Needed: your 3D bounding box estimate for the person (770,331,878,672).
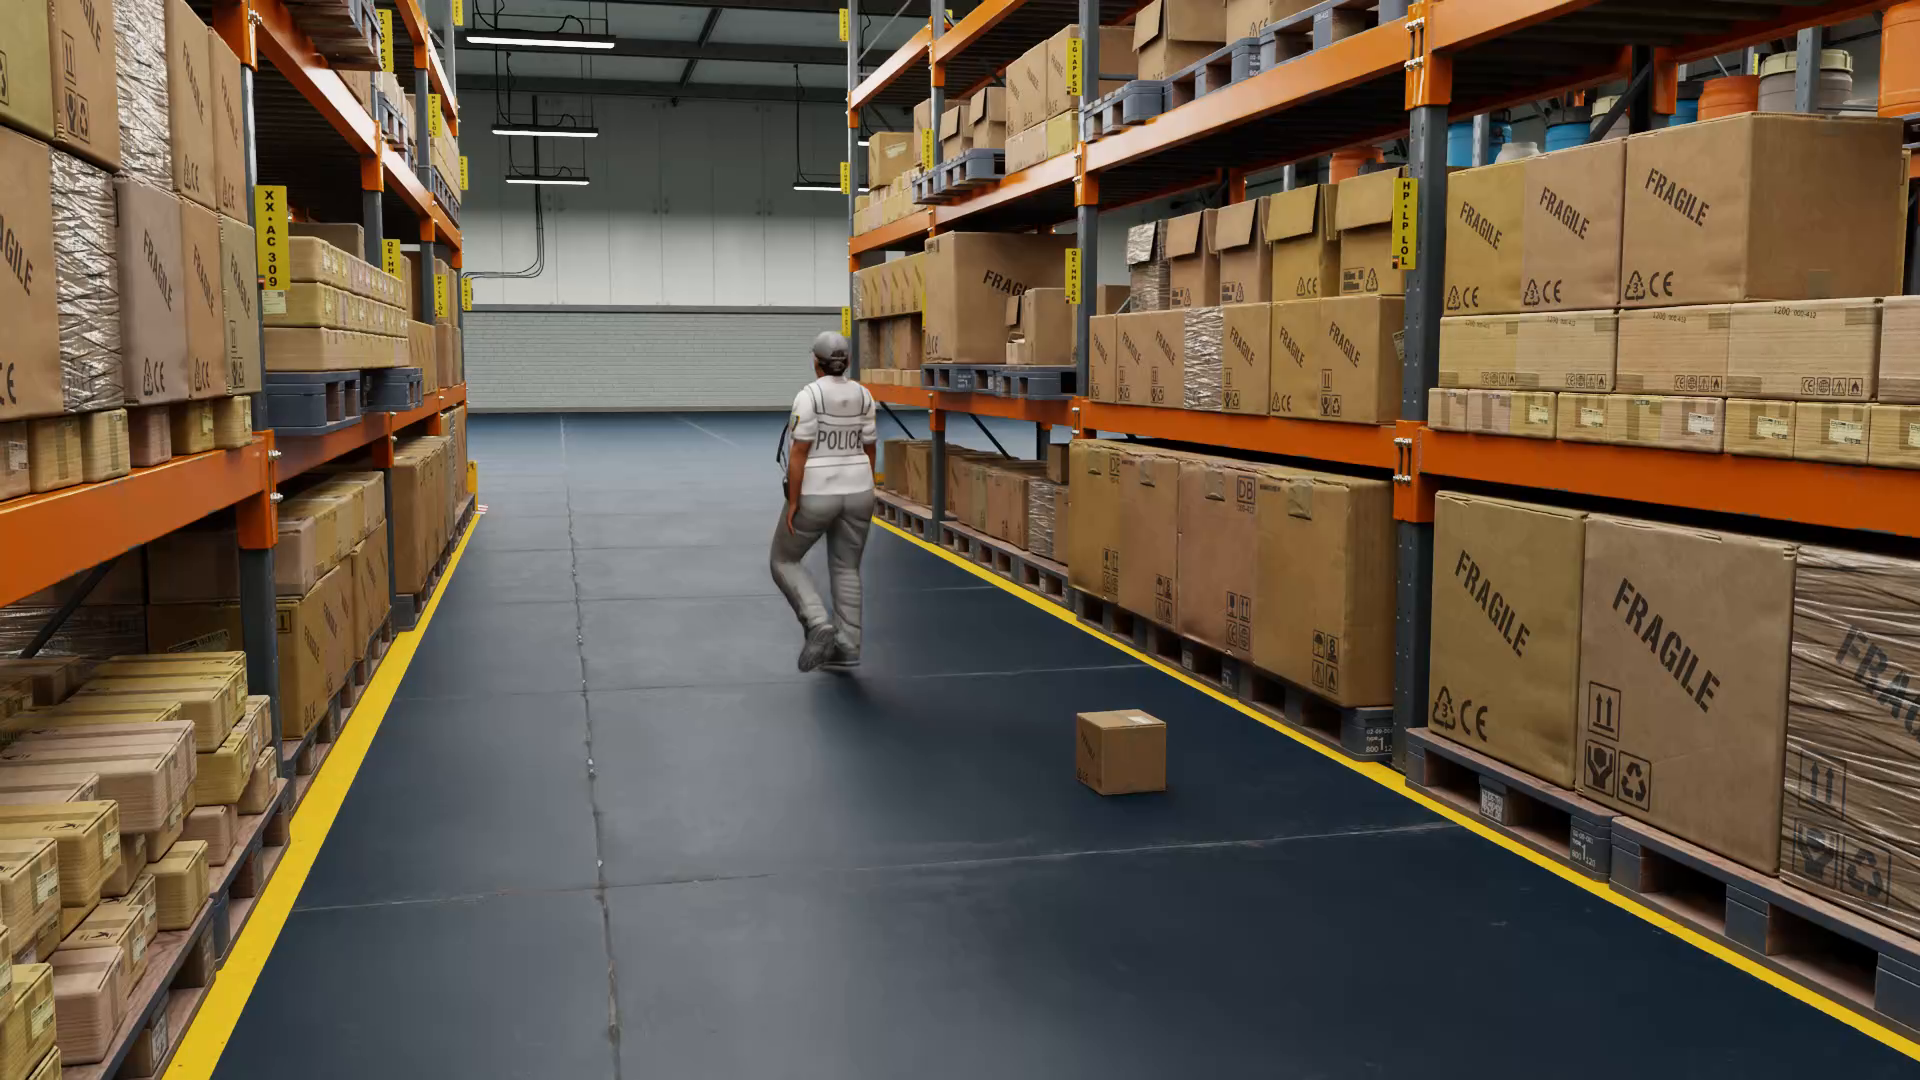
[{"bbox_3d":[-0.669,-0.190,8.229,0.512,1.676,0.465,-4,7,-33],"label":"person"}]
